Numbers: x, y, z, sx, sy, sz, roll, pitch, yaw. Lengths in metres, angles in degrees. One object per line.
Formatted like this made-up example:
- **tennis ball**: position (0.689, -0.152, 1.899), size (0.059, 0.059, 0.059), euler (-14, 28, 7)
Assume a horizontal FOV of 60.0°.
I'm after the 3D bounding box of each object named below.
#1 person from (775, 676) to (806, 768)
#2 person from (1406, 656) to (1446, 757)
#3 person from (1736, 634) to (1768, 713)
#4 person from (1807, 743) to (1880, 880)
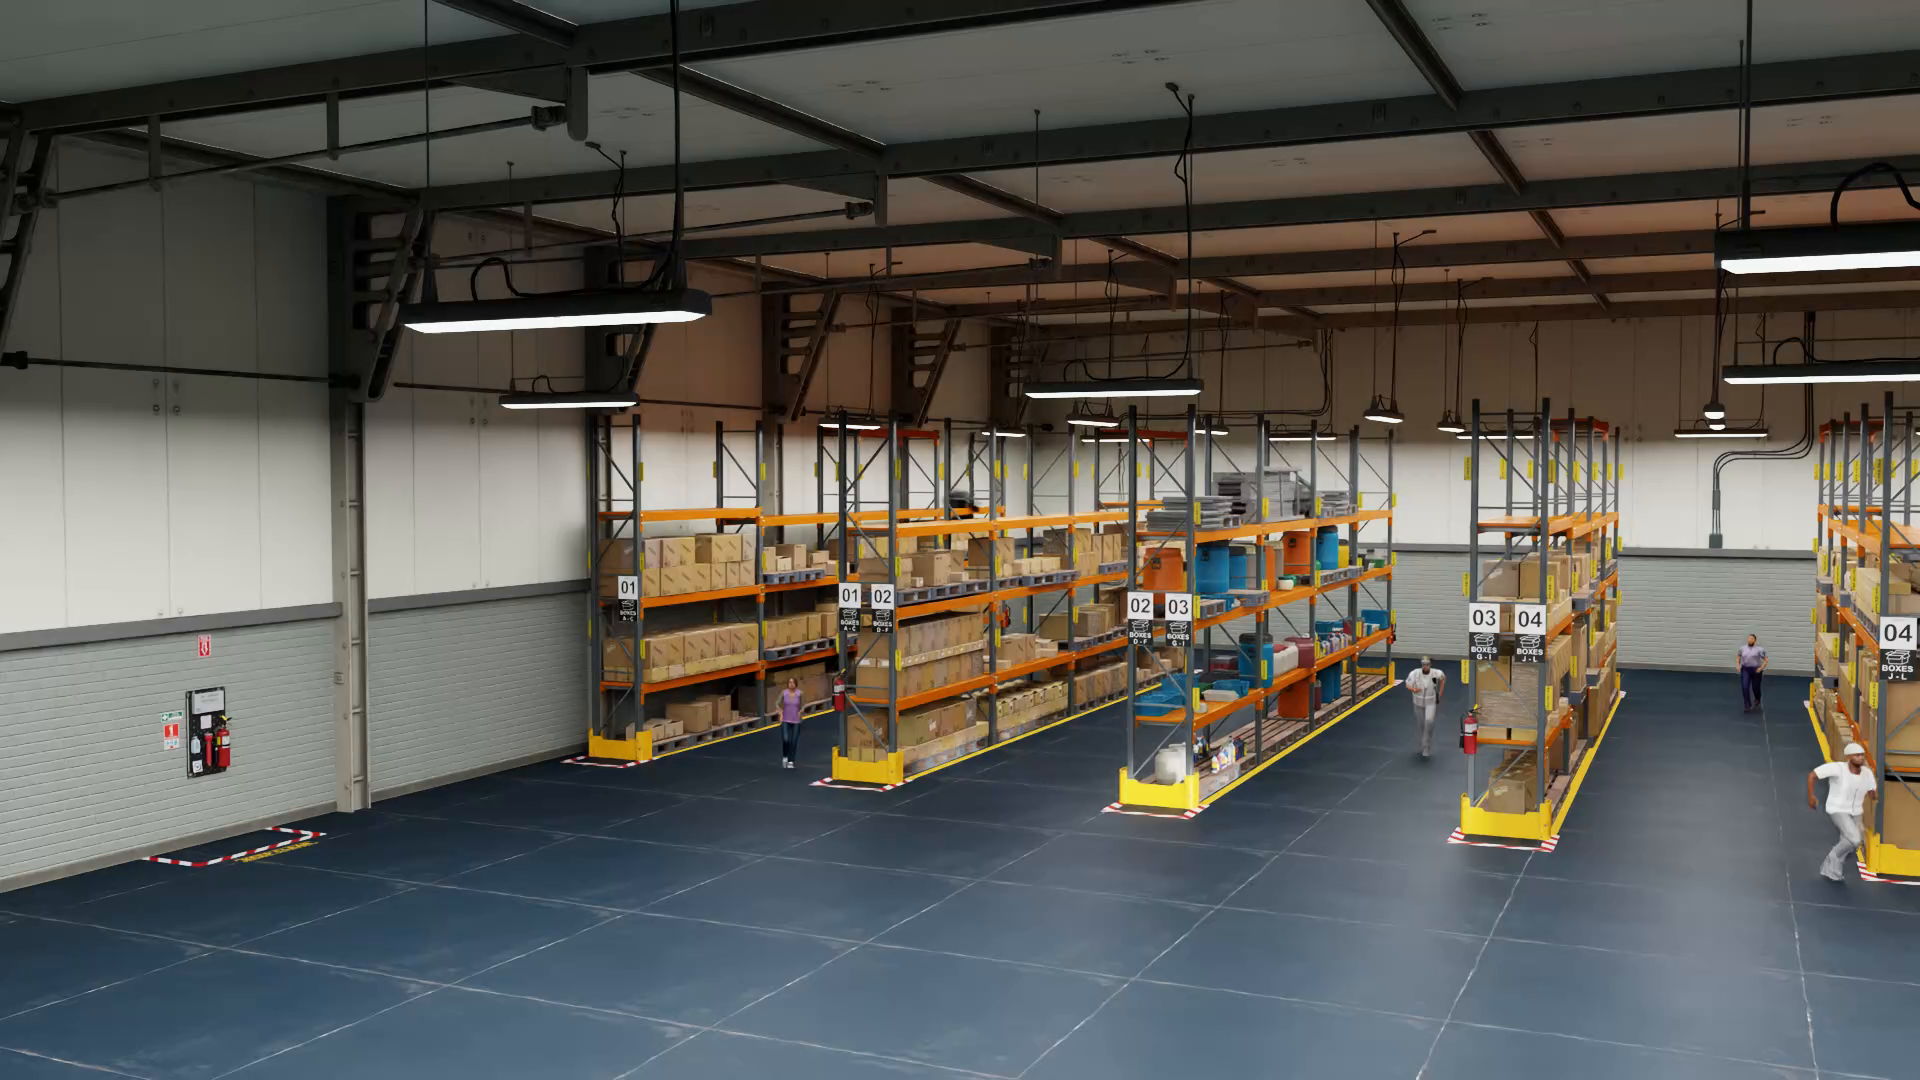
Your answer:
- **person**: position (-2.836, 3.062, 27.856), size (0.515, 1.559, 0.583), euler (0, 2, -9)
- **person**: position (8.288, 2.928, 29.604), size (0.658, 1.798, 1.015), euler (1, 3, 23)
- **person**: position (16.538, 2.767, 34.754), size (0.635, 1.626, 0.754), euler (2, 3, 34)
- **person**: position (10.728, 3.300, 20.104), size (0.745, 1.705, 0.725), euler (0, 2, -11)
